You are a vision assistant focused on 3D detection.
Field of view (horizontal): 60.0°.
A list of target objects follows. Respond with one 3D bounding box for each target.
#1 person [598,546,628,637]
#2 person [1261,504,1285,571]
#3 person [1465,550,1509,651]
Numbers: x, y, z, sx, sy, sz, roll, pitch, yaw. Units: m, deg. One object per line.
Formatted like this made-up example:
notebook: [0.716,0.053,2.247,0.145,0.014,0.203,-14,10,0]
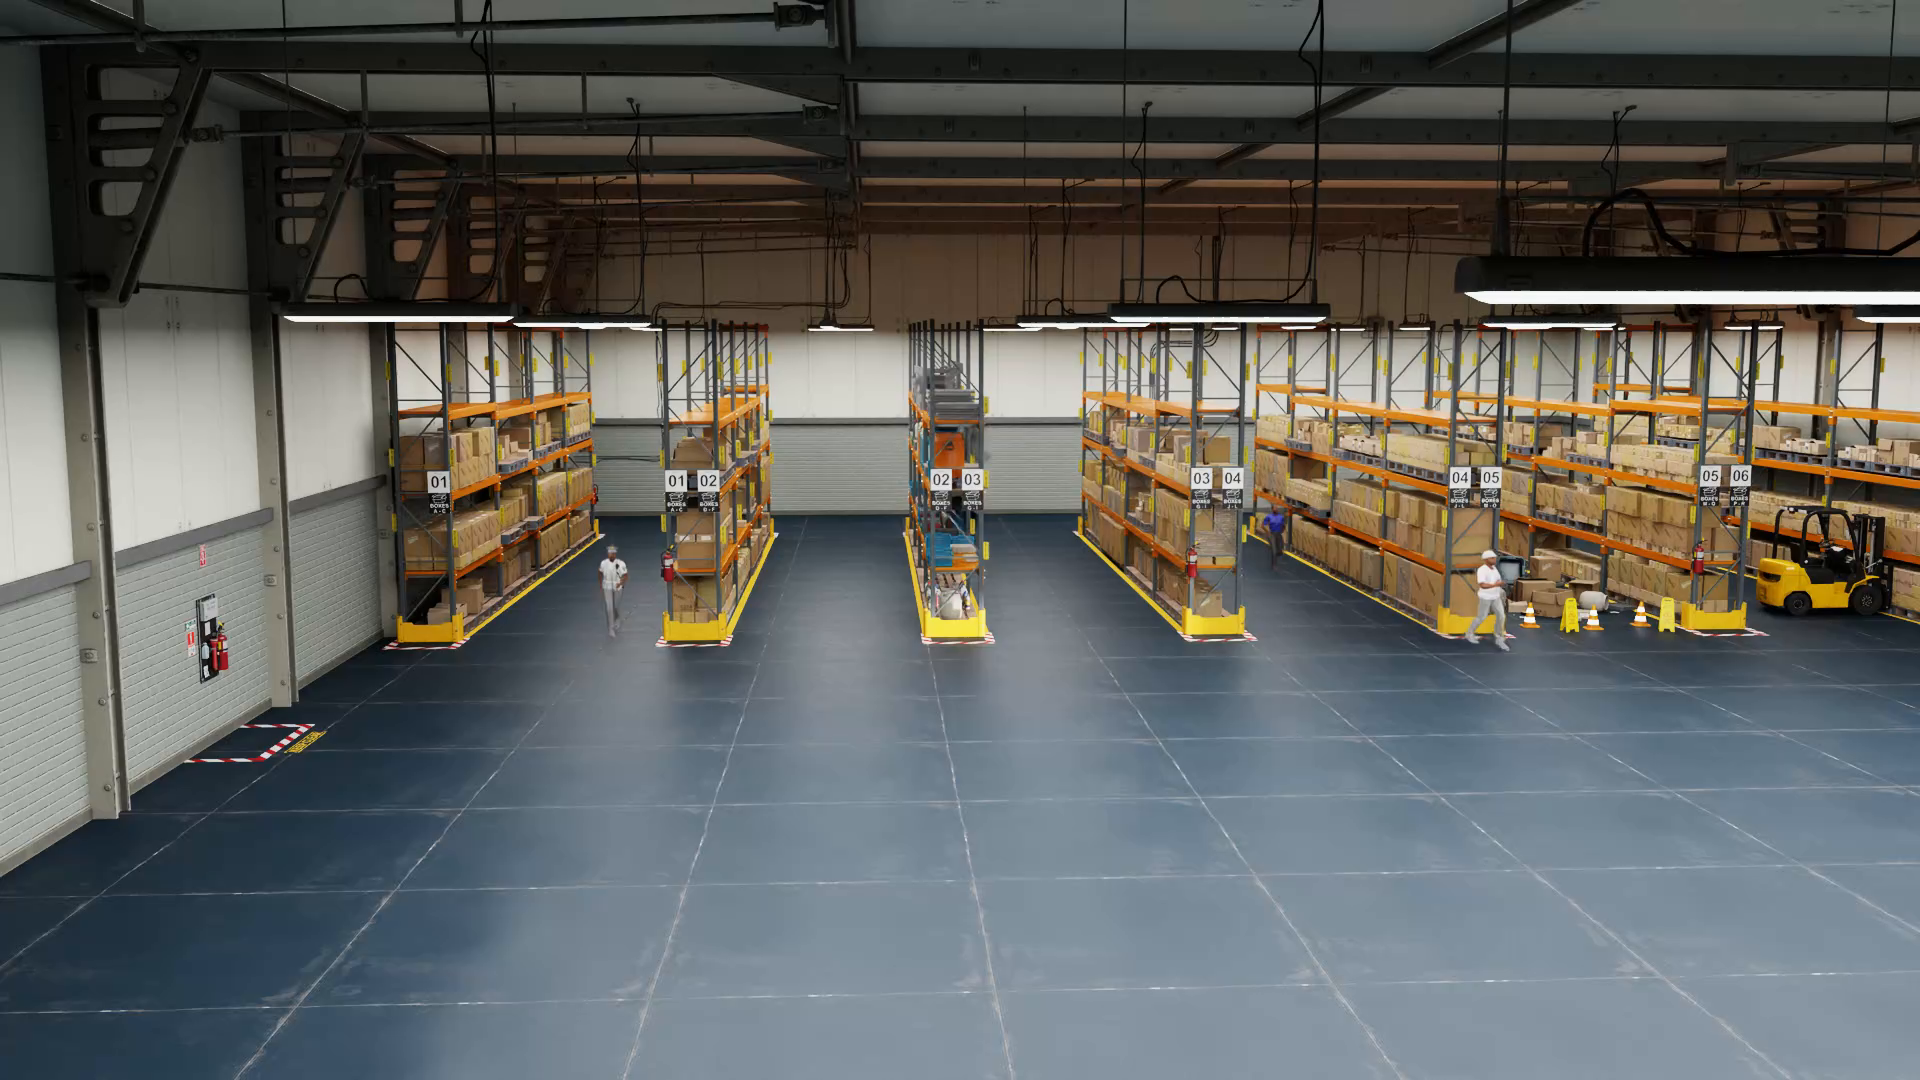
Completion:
person: [-6.669,0.960,31.981,0.577,1.723,0.840,-1,7,-9]
person: [7.651,-0.082,40.554,0.580,1.607,0.701,-1,7,-9]
person: [9.657,1.086,30.401,0.675,1.814,0.817,-5,9,-38]
